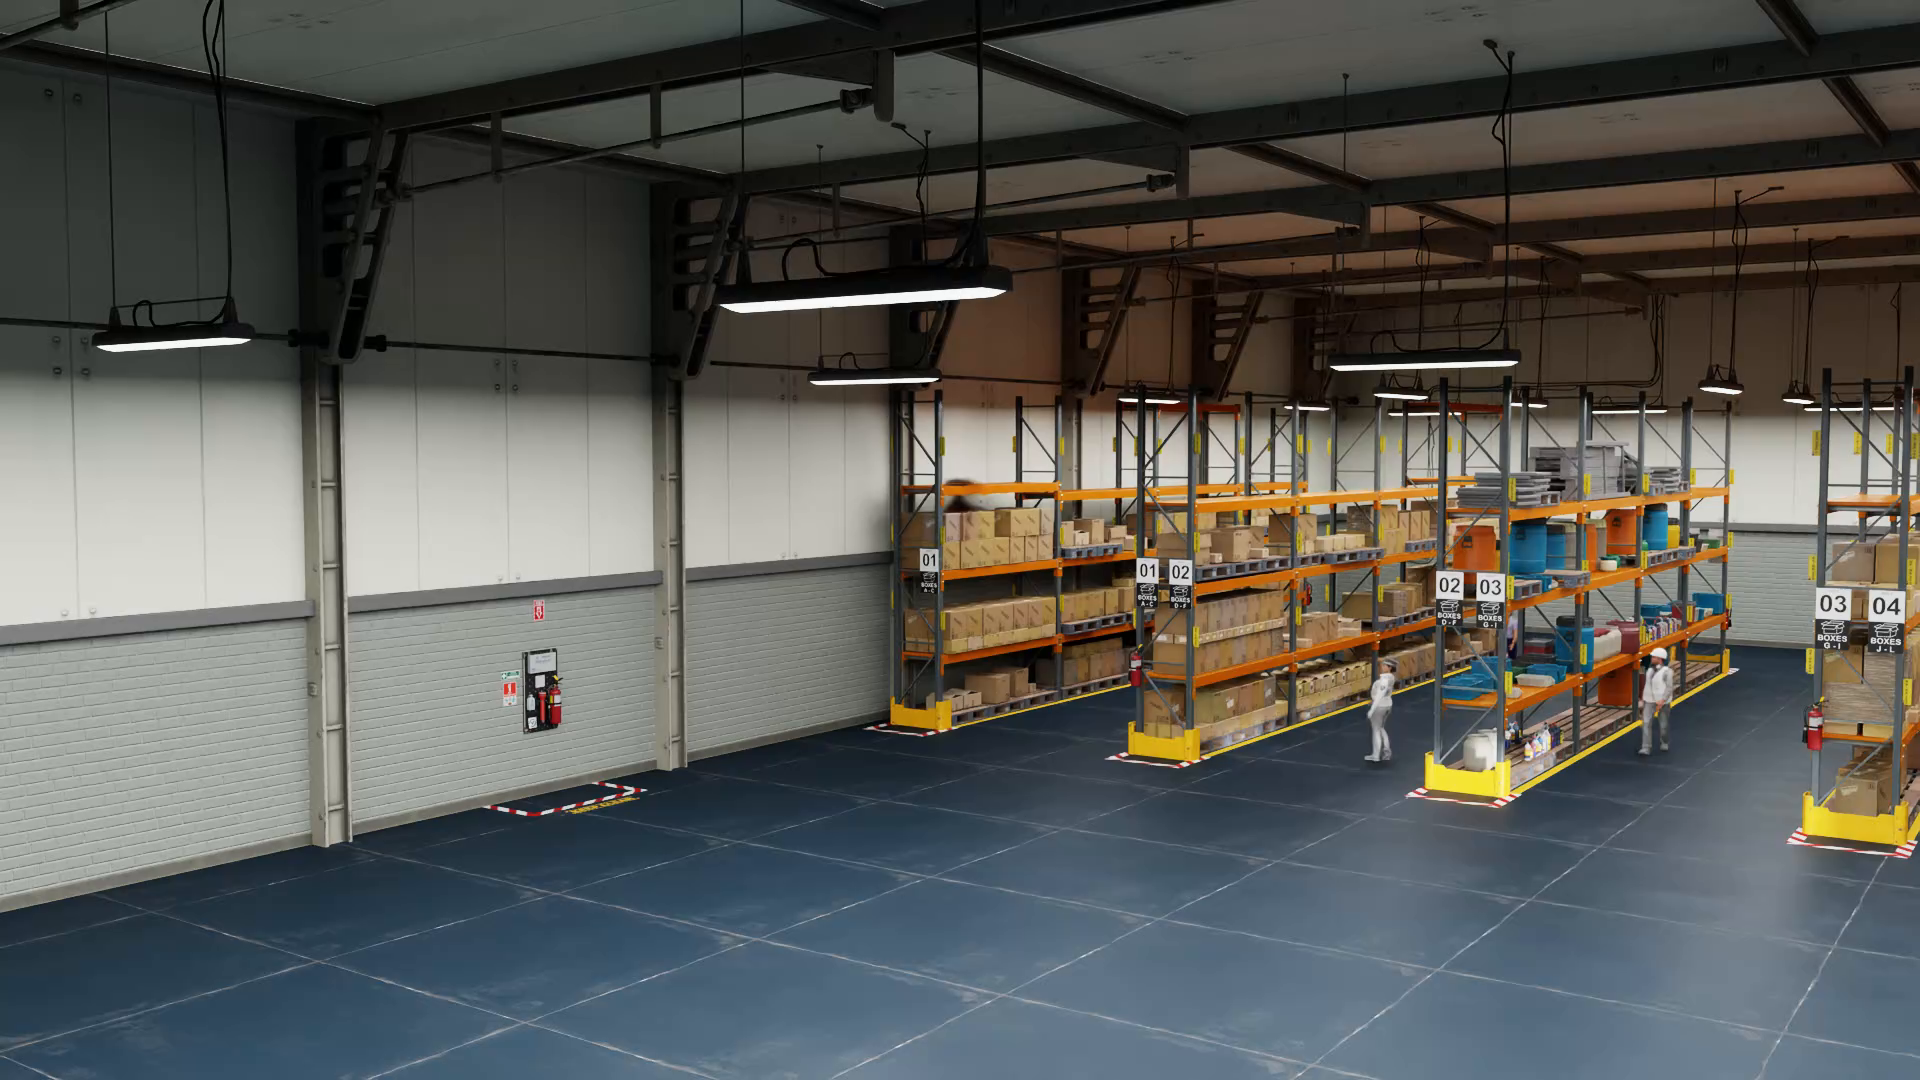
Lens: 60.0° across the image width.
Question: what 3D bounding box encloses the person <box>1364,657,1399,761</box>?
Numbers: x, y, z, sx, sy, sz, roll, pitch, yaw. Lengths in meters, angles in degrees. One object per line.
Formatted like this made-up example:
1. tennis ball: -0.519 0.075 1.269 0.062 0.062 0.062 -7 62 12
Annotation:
1. person: 6.650 2.684 26.301 0.550 1.704 0.530 -3 5 -45

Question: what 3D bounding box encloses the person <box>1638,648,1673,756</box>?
1. person: 11.312 2.616 26.963 0.488 1.729 1.023 2 4 34

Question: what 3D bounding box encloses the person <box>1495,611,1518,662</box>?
1. person: 11.640 2.207 35.376 0.465 1.597 0.952 2 4 30
